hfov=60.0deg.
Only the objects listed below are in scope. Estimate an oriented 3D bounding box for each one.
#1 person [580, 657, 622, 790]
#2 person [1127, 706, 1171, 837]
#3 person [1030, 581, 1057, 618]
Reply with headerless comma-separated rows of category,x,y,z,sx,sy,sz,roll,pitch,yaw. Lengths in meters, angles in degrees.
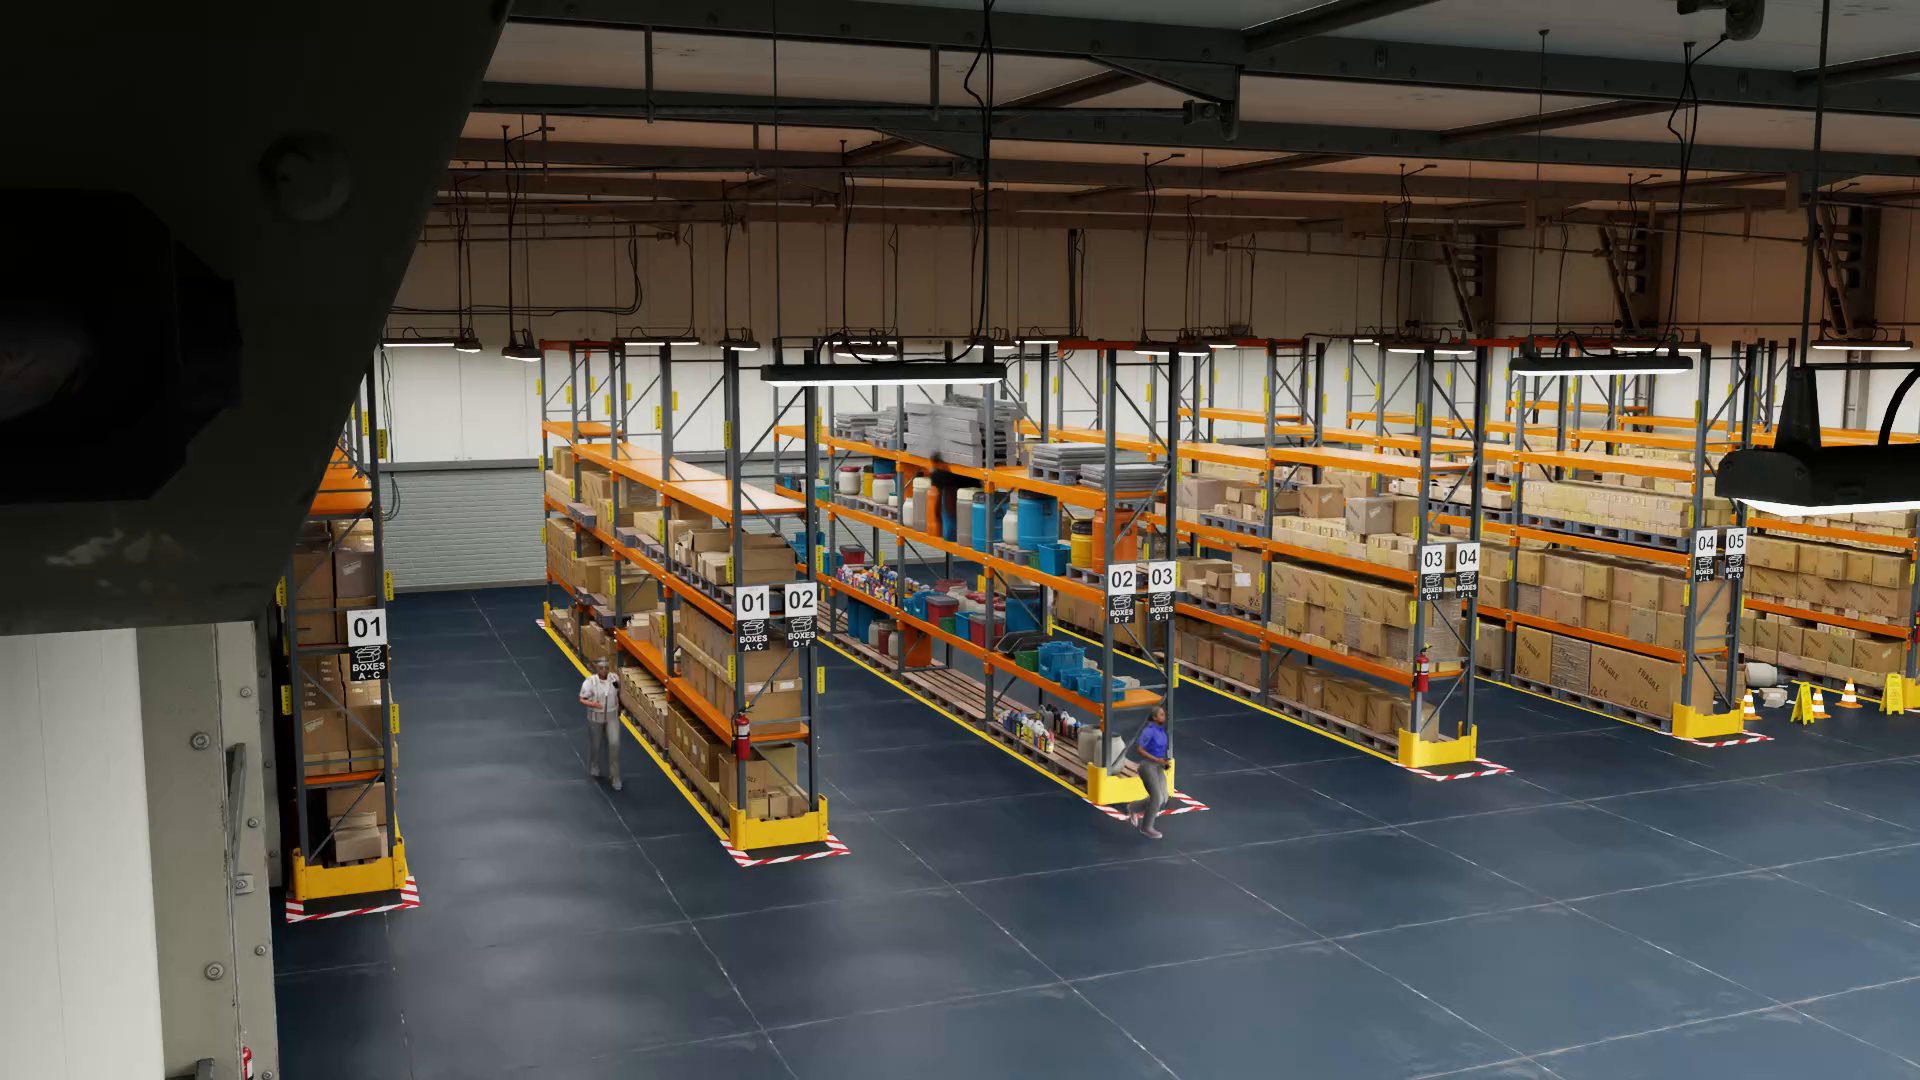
person,-4.944,2.474,22.963,0.608,1.813,0.909,-3,8,-20
person,2.396,2.864,20.744,0.599,1.603,0.606,5,9,34
person,1.620,1.276,32.592,0.590,1.683,0.743,-3,8,-19
